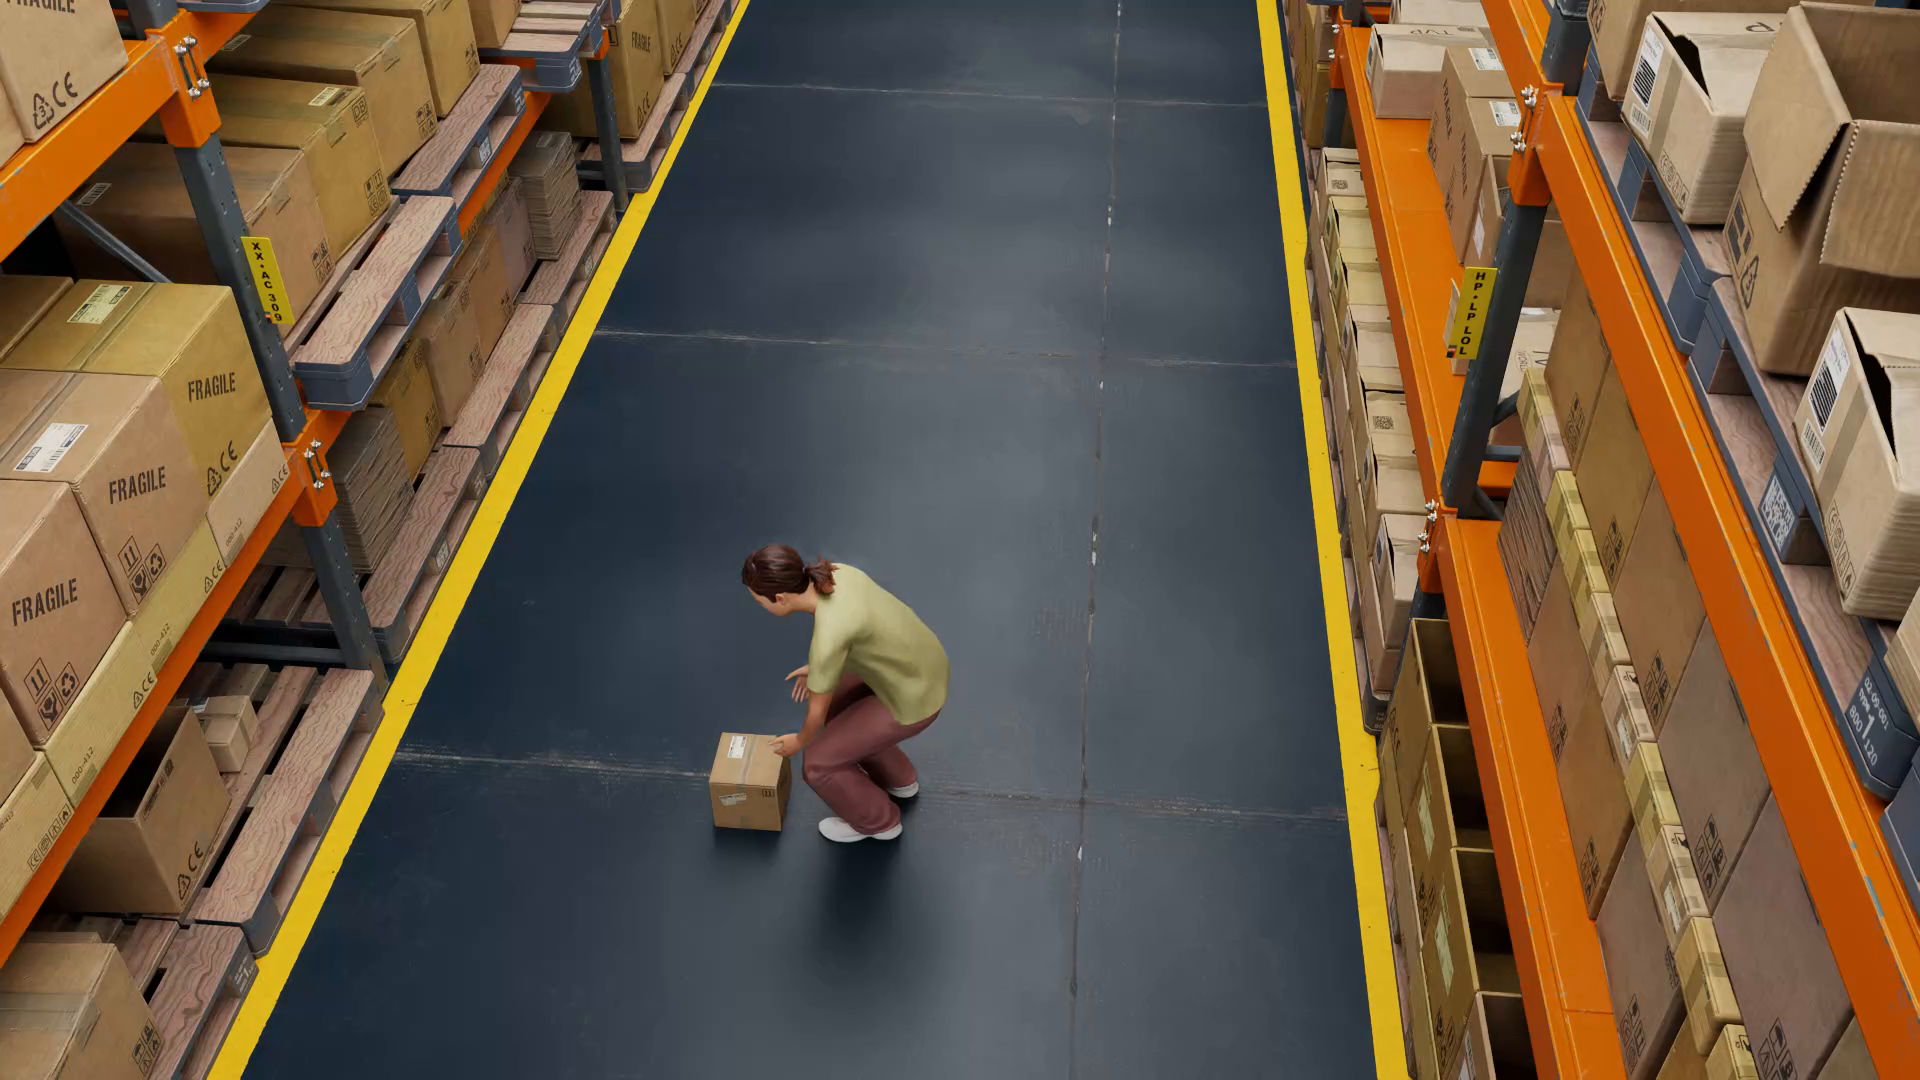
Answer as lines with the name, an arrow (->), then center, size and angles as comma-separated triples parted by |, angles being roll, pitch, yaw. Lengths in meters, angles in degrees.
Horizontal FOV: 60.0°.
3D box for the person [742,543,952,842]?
person -> -0.379, 0.540, 5.810 | 0.683, 1.304, 0.511 | 3, 40, 4
